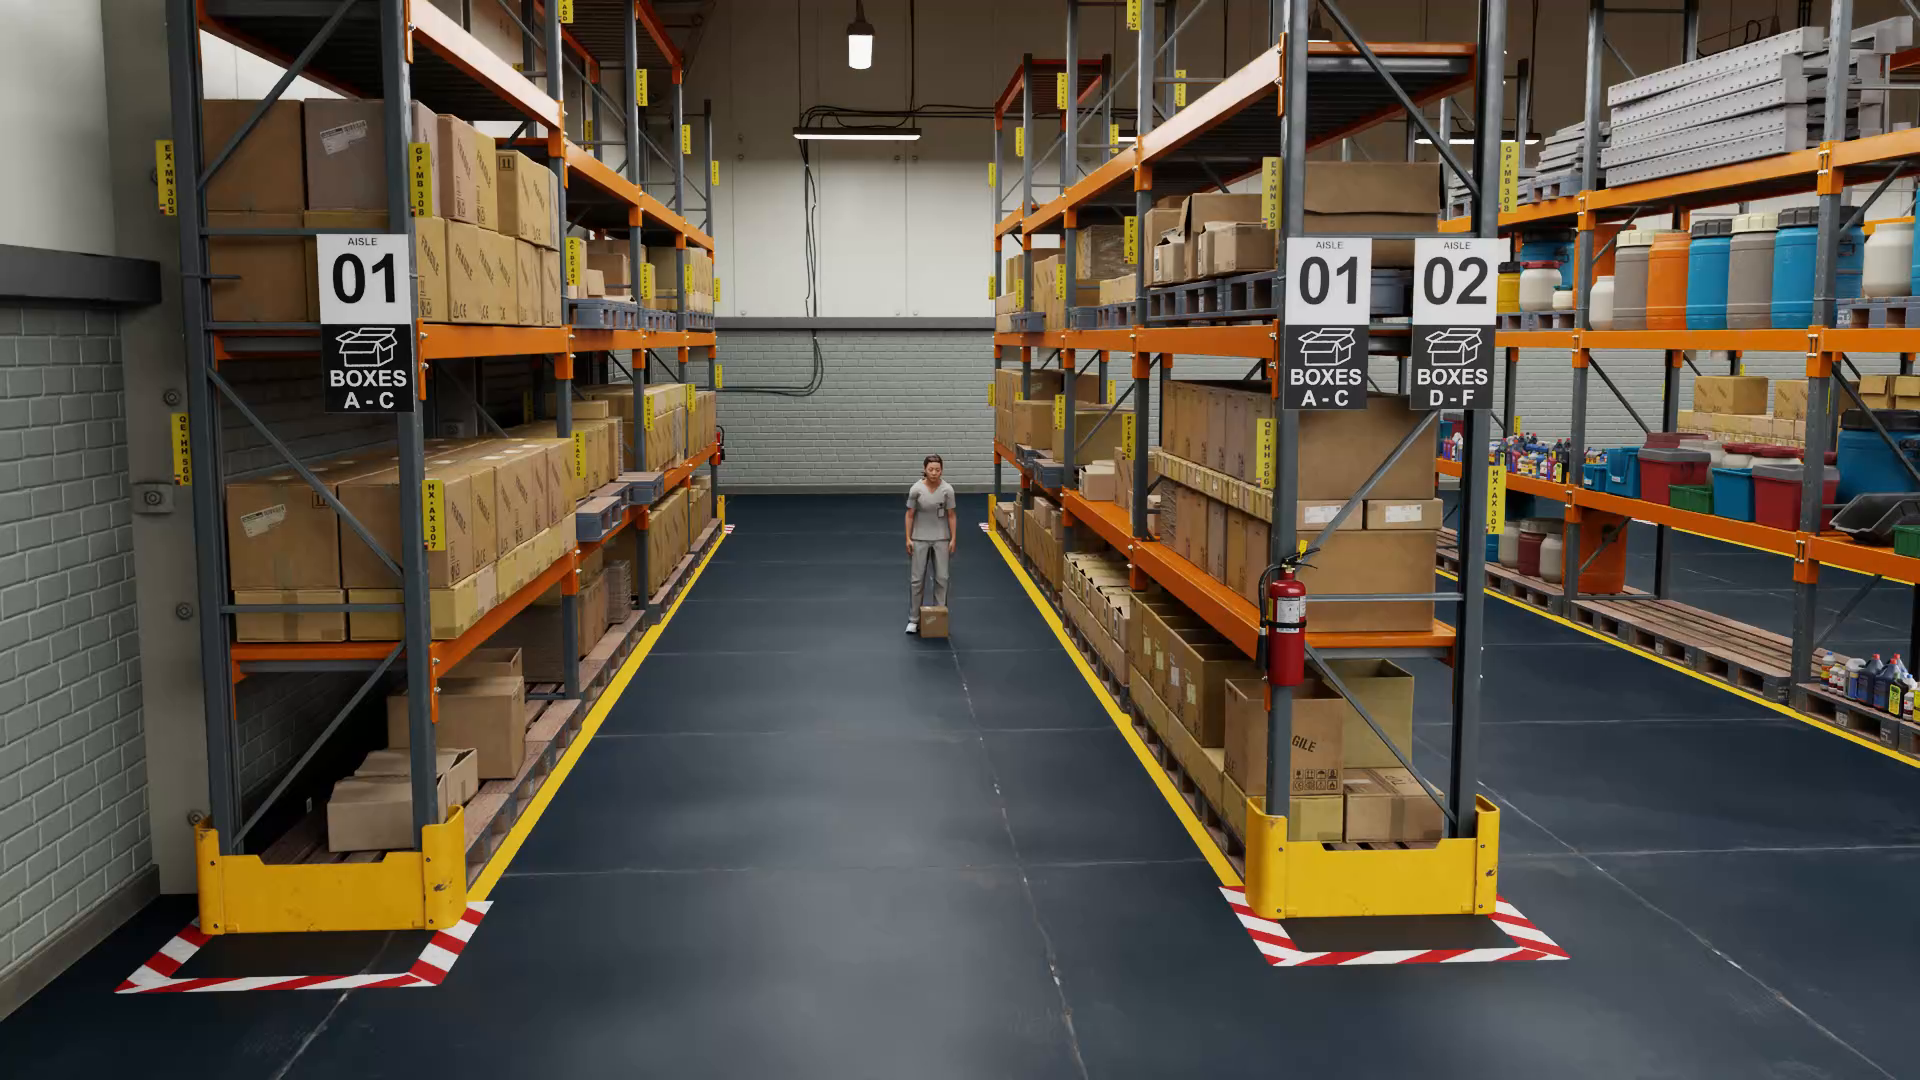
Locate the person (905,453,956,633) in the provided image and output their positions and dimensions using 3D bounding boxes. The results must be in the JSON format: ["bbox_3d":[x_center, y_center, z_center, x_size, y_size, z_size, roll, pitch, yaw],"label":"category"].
[{"bbox_3d":[-0.270,0.028,15.541,0.488,1.669,0.413,-1,7,-5],"label":"person"}]
